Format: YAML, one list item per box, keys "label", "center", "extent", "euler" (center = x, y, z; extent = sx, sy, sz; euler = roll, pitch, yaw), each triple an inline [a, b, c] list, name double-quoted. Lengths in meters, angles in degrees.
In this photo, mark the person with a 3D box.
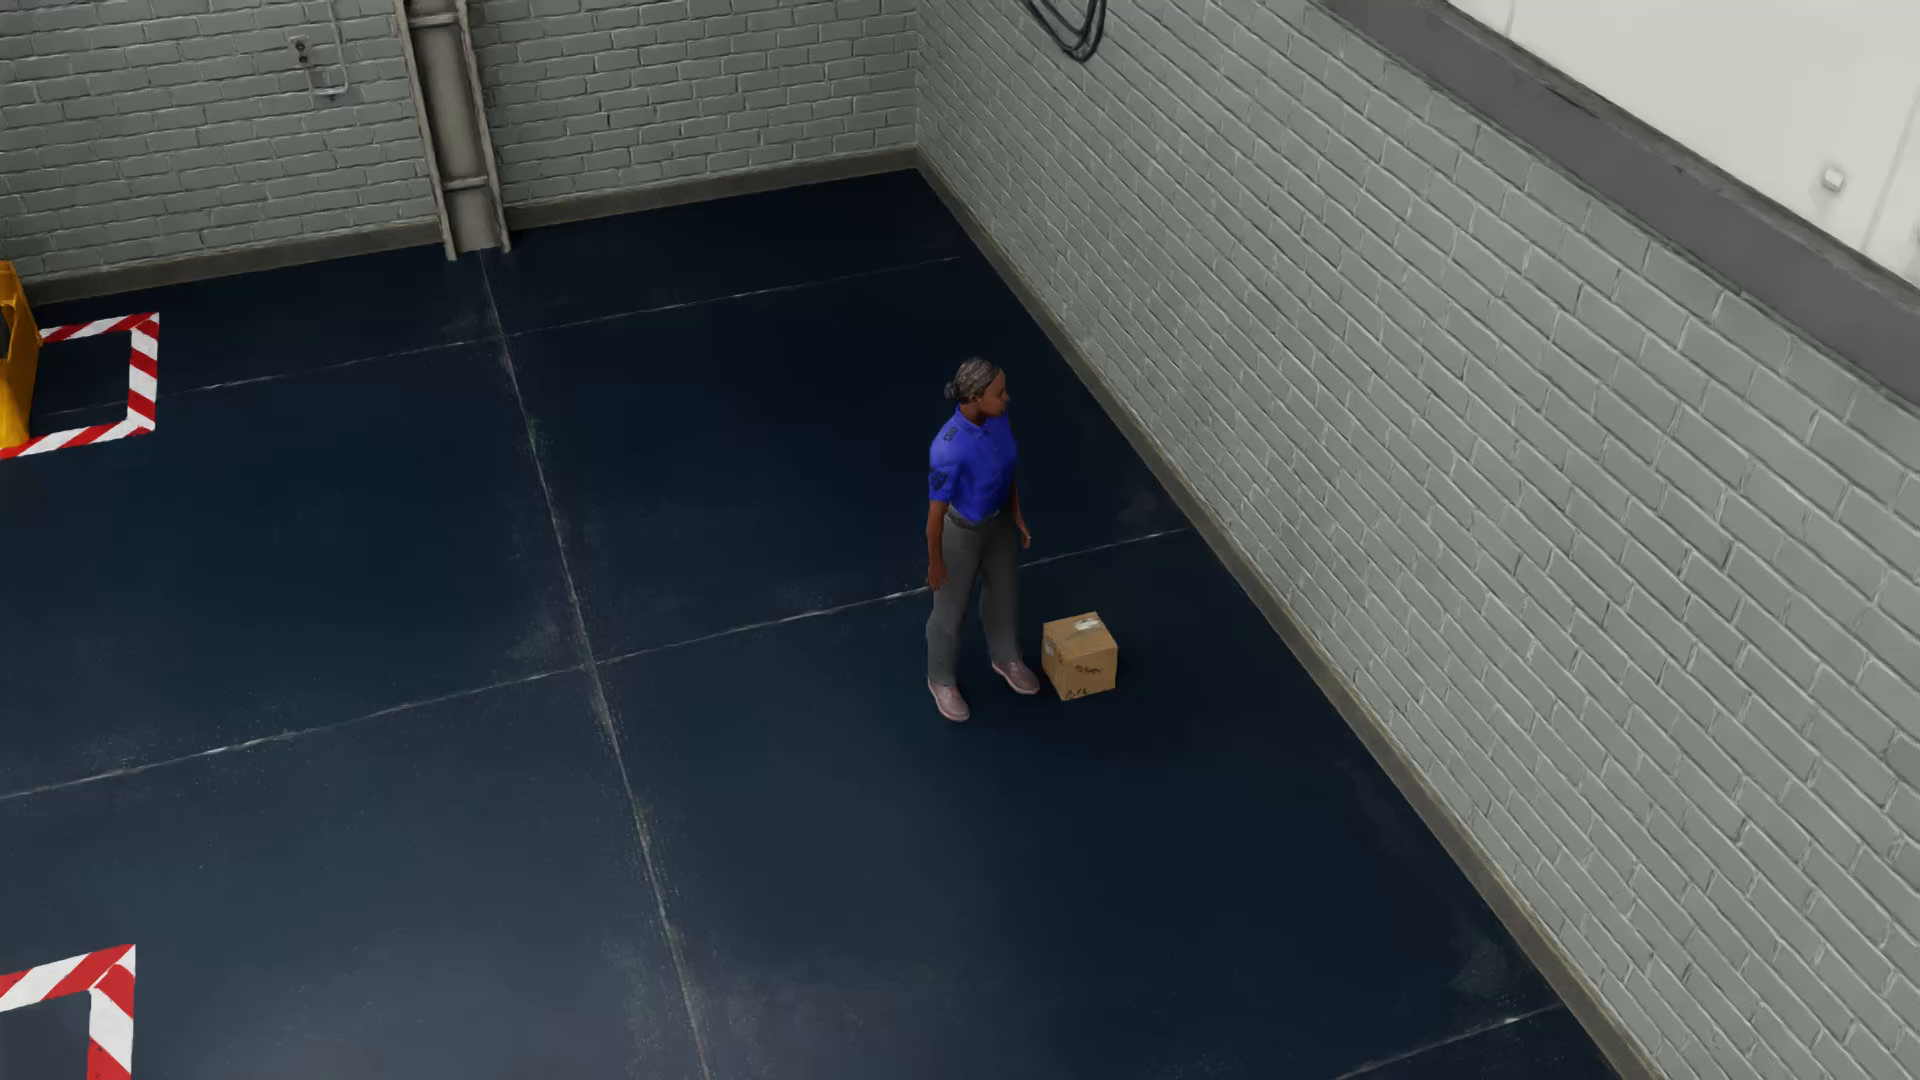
- label: "person"
  center: [0.094, 0.007, 6.747]
  extent: [0.463, 1.665, 0.495]
  euler: [24, 44, 28]
